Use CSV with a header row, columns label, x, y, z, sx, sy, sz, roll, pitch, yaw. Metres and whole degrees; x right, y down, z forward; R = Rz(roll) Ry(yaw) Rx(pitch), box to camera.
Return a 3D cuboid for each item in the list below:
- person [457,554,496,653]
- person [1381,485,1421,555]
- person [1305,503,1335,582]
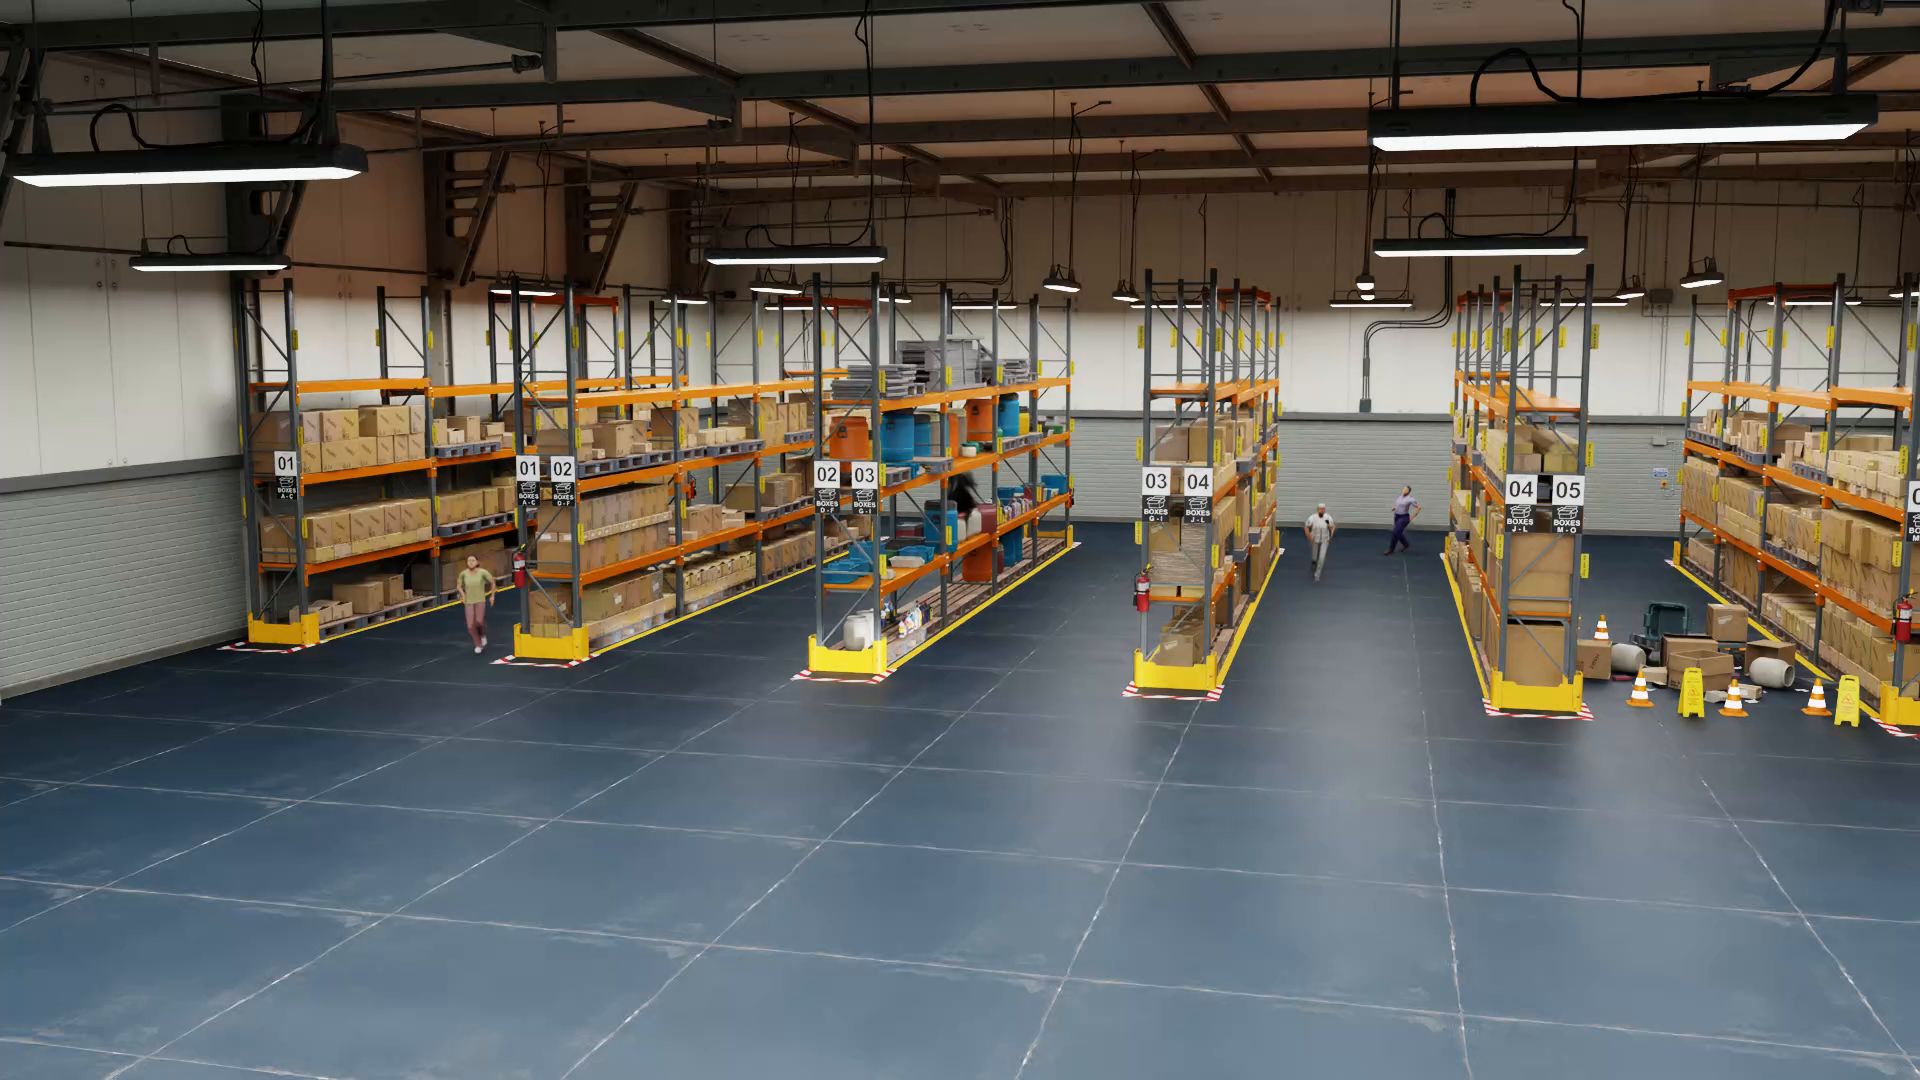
label,x,y,z,sx,sy,sz,roll,pitch,yaw
person,-7.771,1.017,26.666,0.583,1.617,0.588,0,7,-3
person,10.314,-0.465,38.871,0.870,1.626,0.658,-3,7,-22
person,7.533,0.038,34.831,0.626,1.638,0.630,1,7,6
